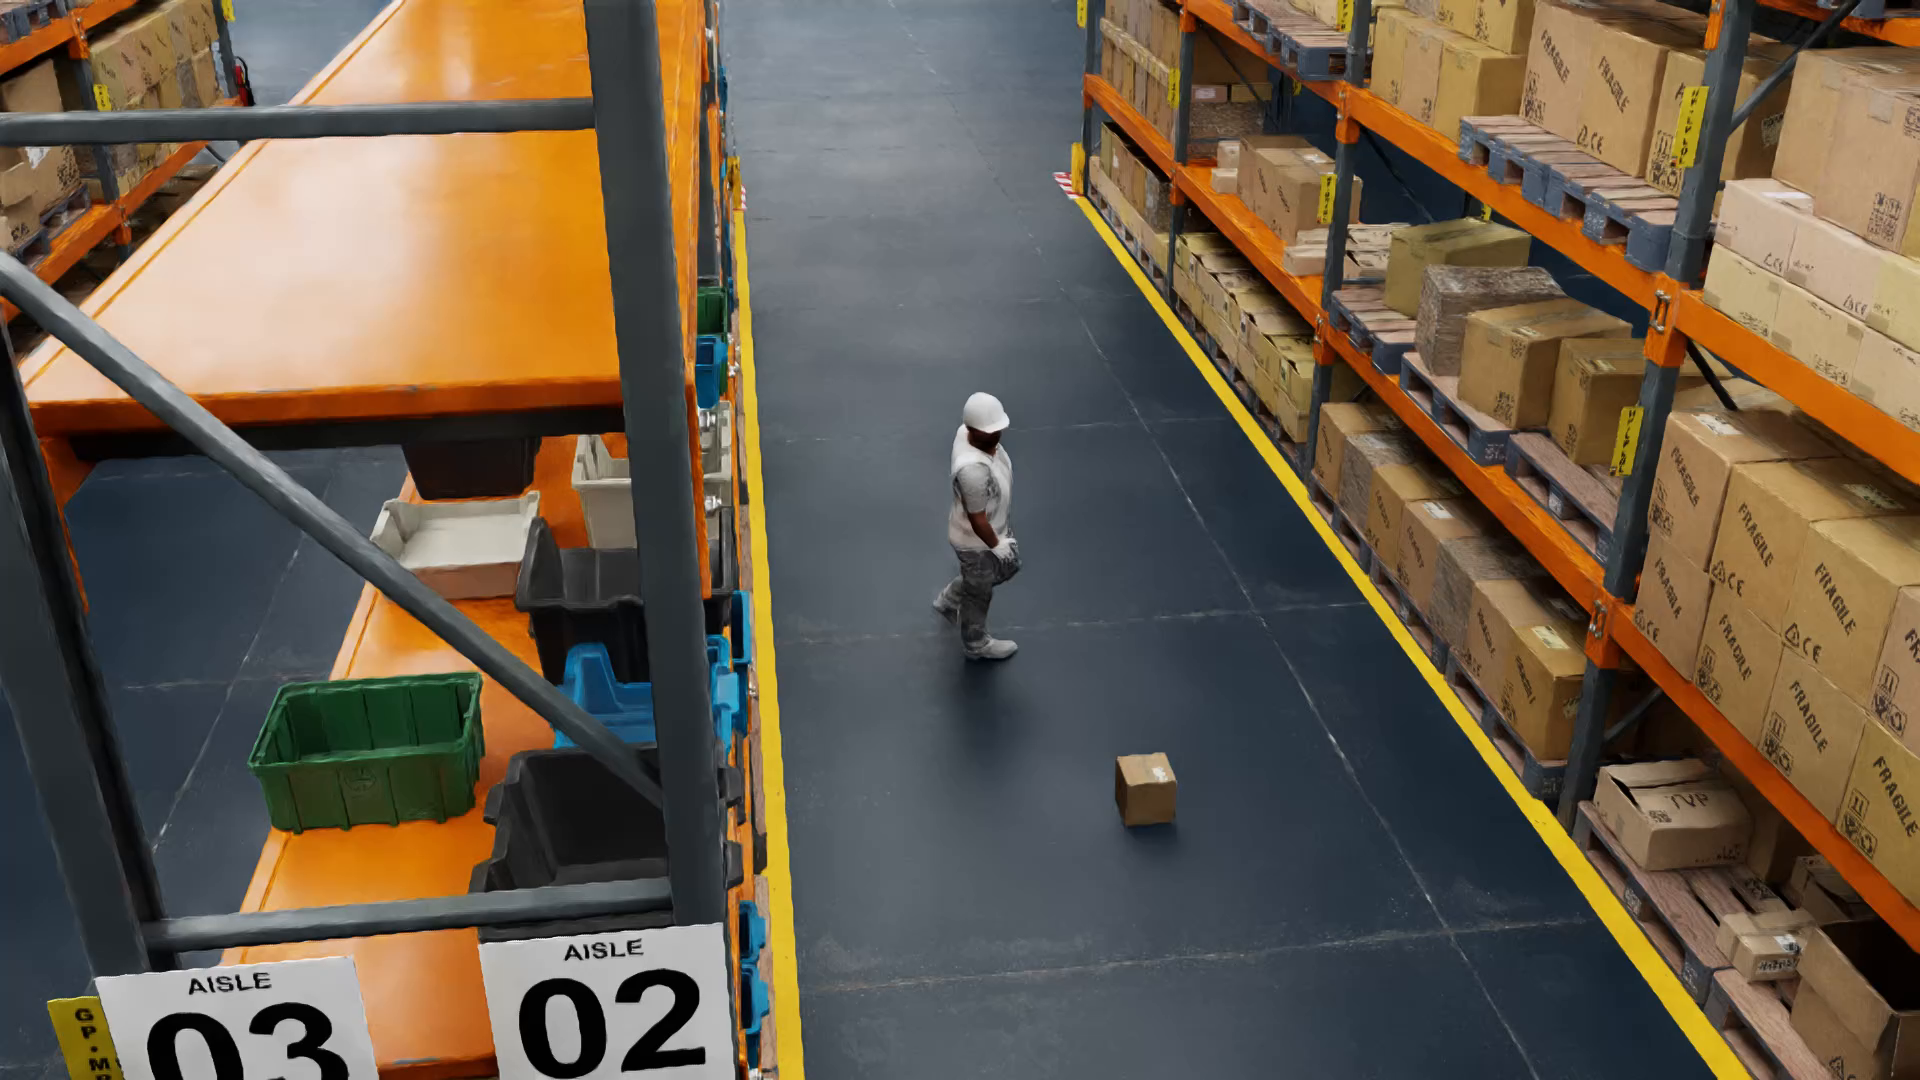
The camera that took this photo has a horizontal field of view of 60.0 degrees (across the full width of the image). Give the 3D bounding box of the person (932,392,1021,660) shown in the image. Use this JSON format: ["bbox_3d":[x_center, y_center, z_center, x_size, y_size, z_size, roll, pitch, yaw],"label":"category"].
[{"bbox_3d":[0.082,-0.062,9.214,0.514,1.758,0.733,2,27,3],"label":"person"}]
